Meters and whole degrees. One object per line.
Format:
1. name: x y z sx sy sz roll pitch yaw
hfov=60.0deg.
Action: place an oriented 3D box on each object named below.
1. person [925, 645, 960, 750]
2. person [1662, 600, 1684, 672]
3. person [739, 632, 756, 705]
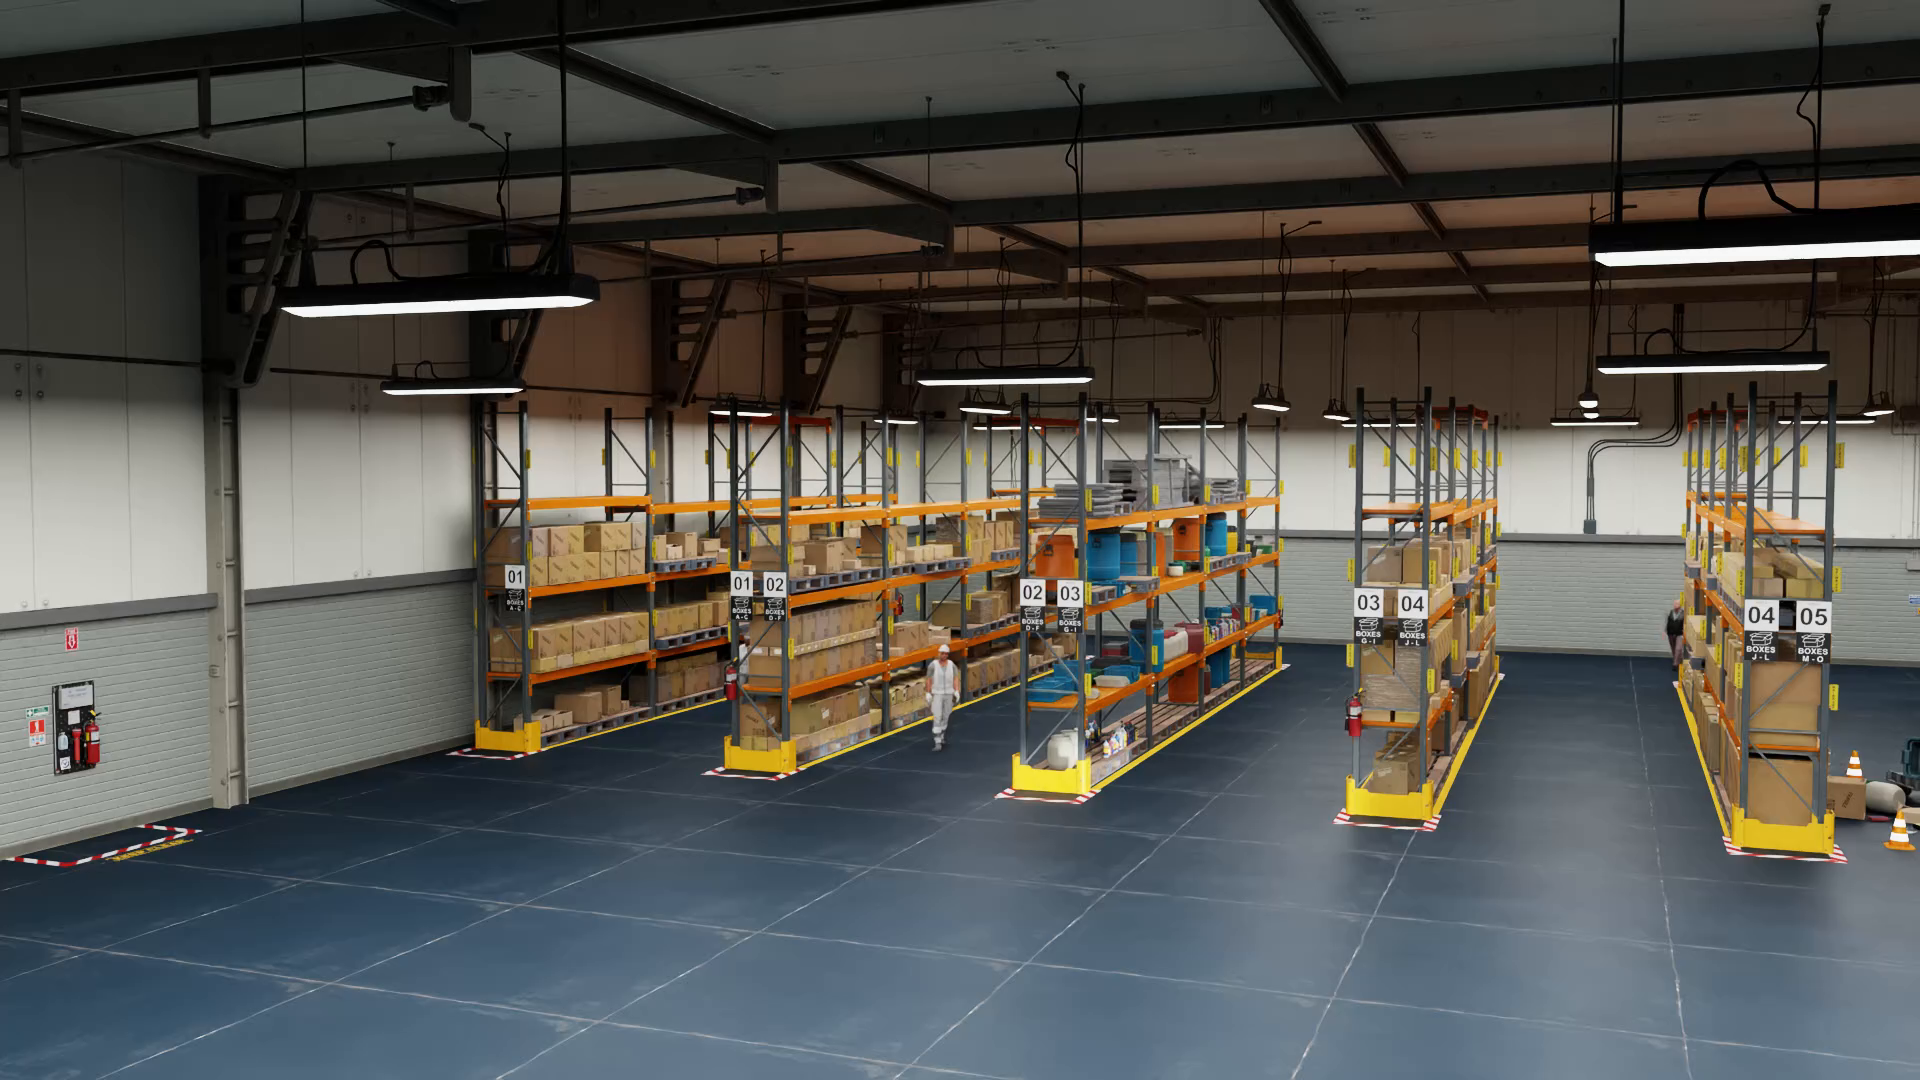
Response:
1. person: -0.286 2.699 28.815 0.562 1.771 0.806 -1 3 -20
2. person: 16.948 2.250 39.332 0.602 1.669 1.082 2 4 40
3. person: -4.133 2.600 32.281 0.483 1.616 0.910 0 3 -5
